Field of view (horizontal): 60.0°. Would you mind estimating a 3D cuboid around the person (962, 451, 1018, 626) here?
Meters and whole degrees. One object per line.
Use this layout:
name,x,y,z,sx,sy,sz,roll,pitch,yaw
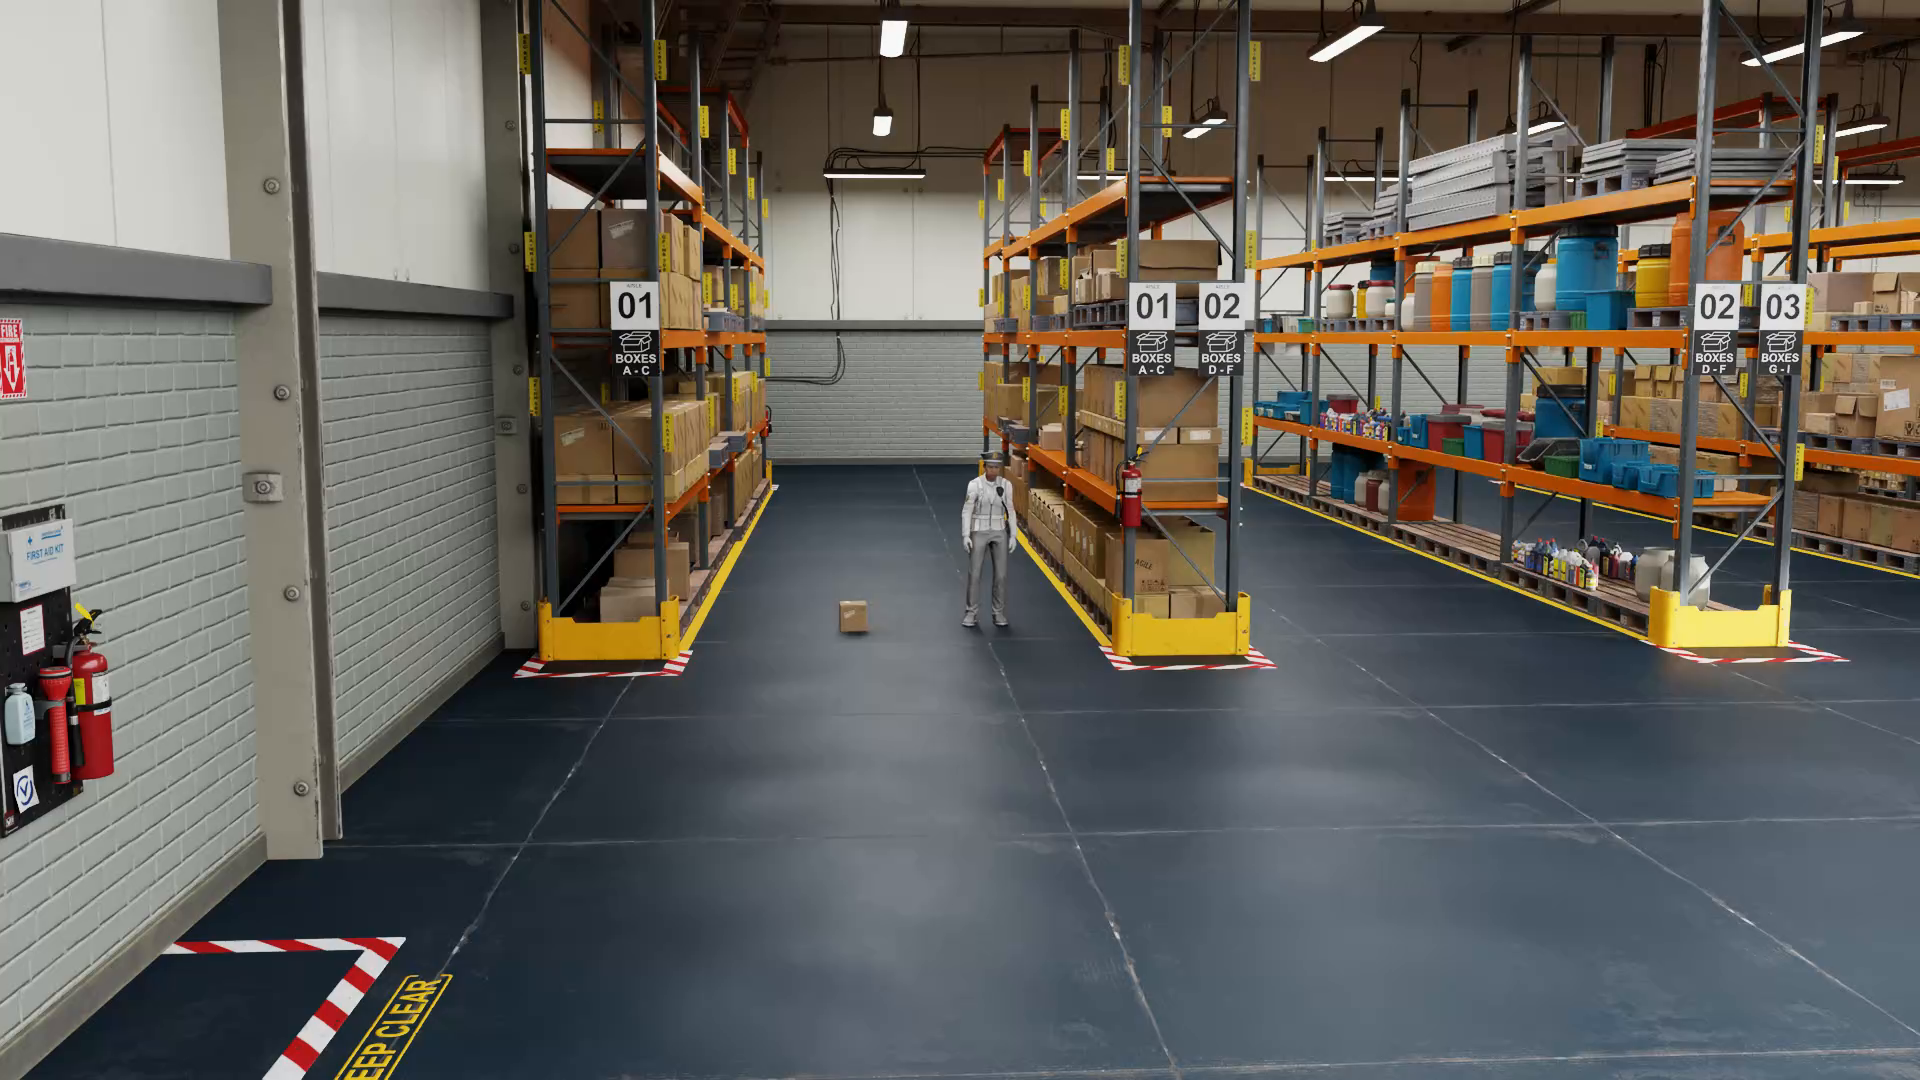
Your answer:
person,0.281,-0.022,15.899,0.548,1.667,0.369,-1,7,-7
